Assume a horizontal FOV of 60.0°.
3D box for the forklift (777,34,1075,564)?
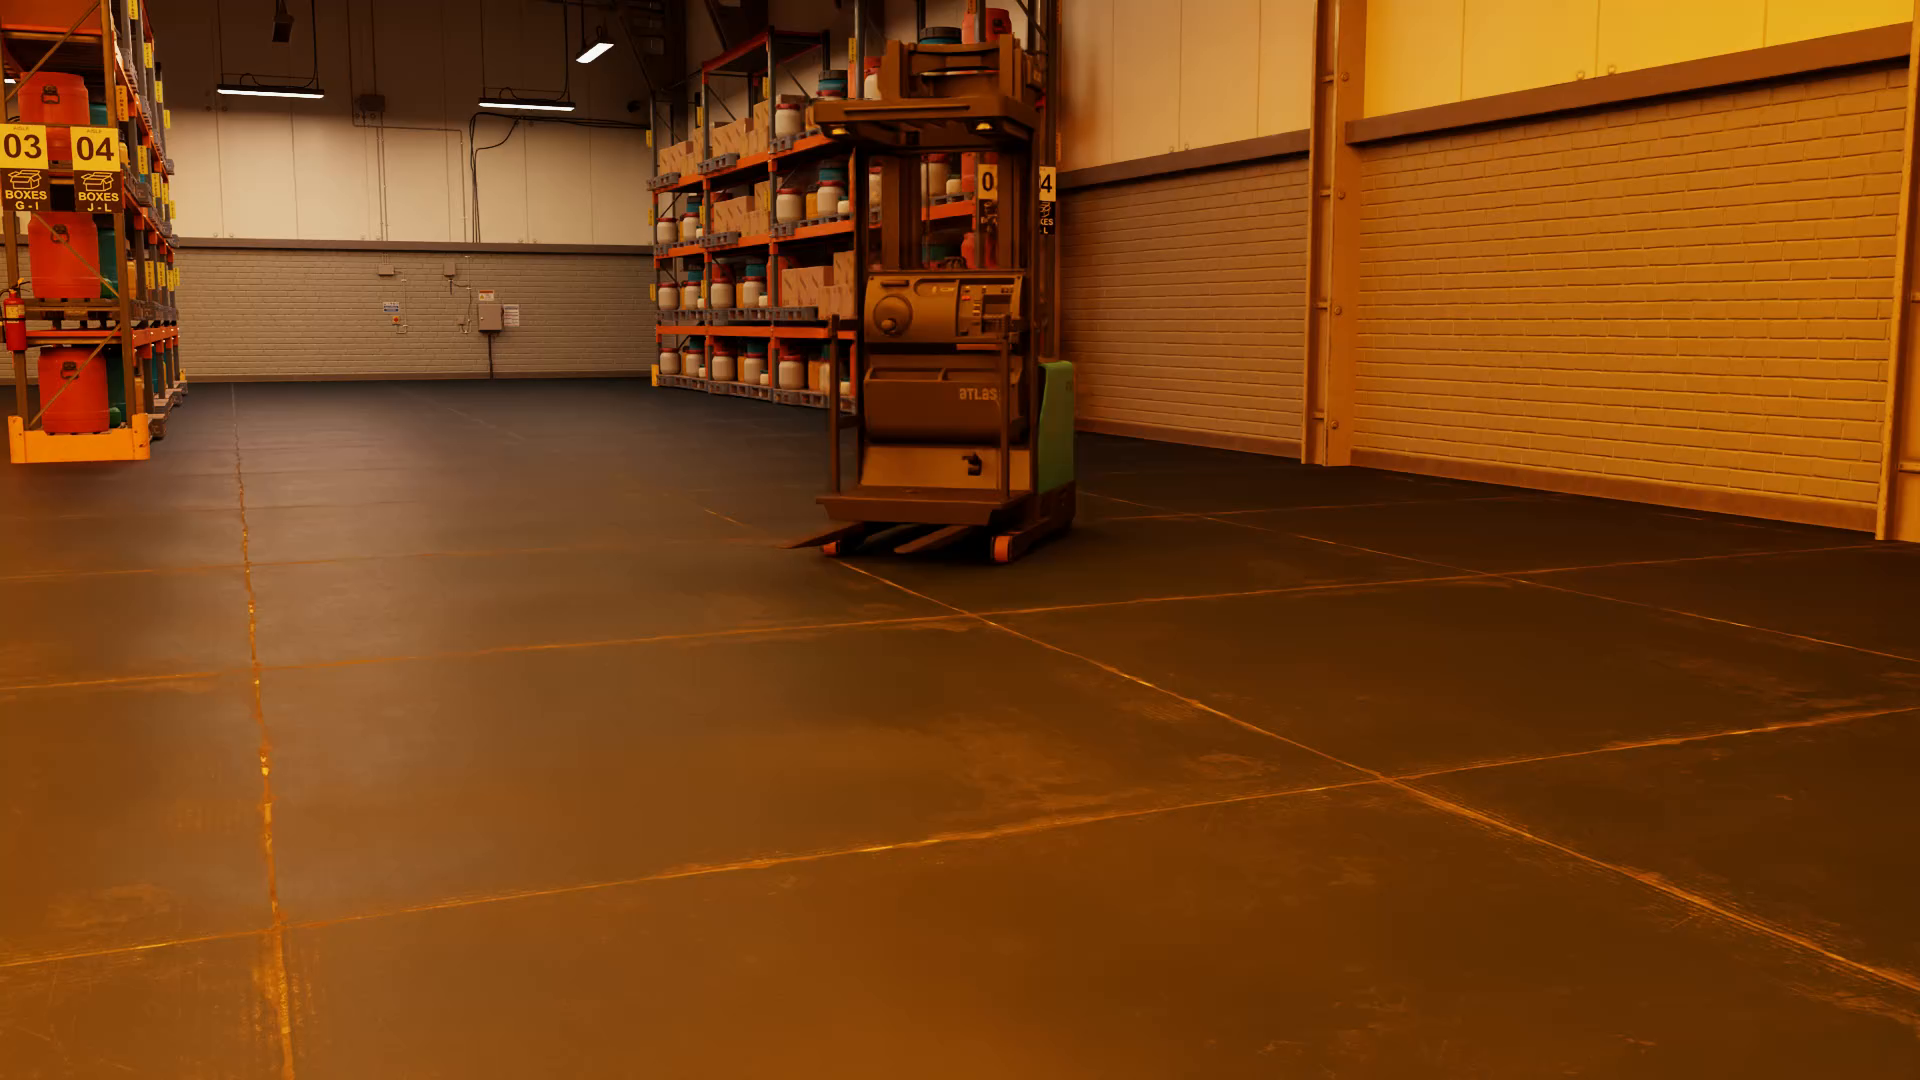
[{"bbox_3d":[-0.155,-1.374,9.362,1.130,2.935,3.031,2,8,16],"label":"forklift"}]
